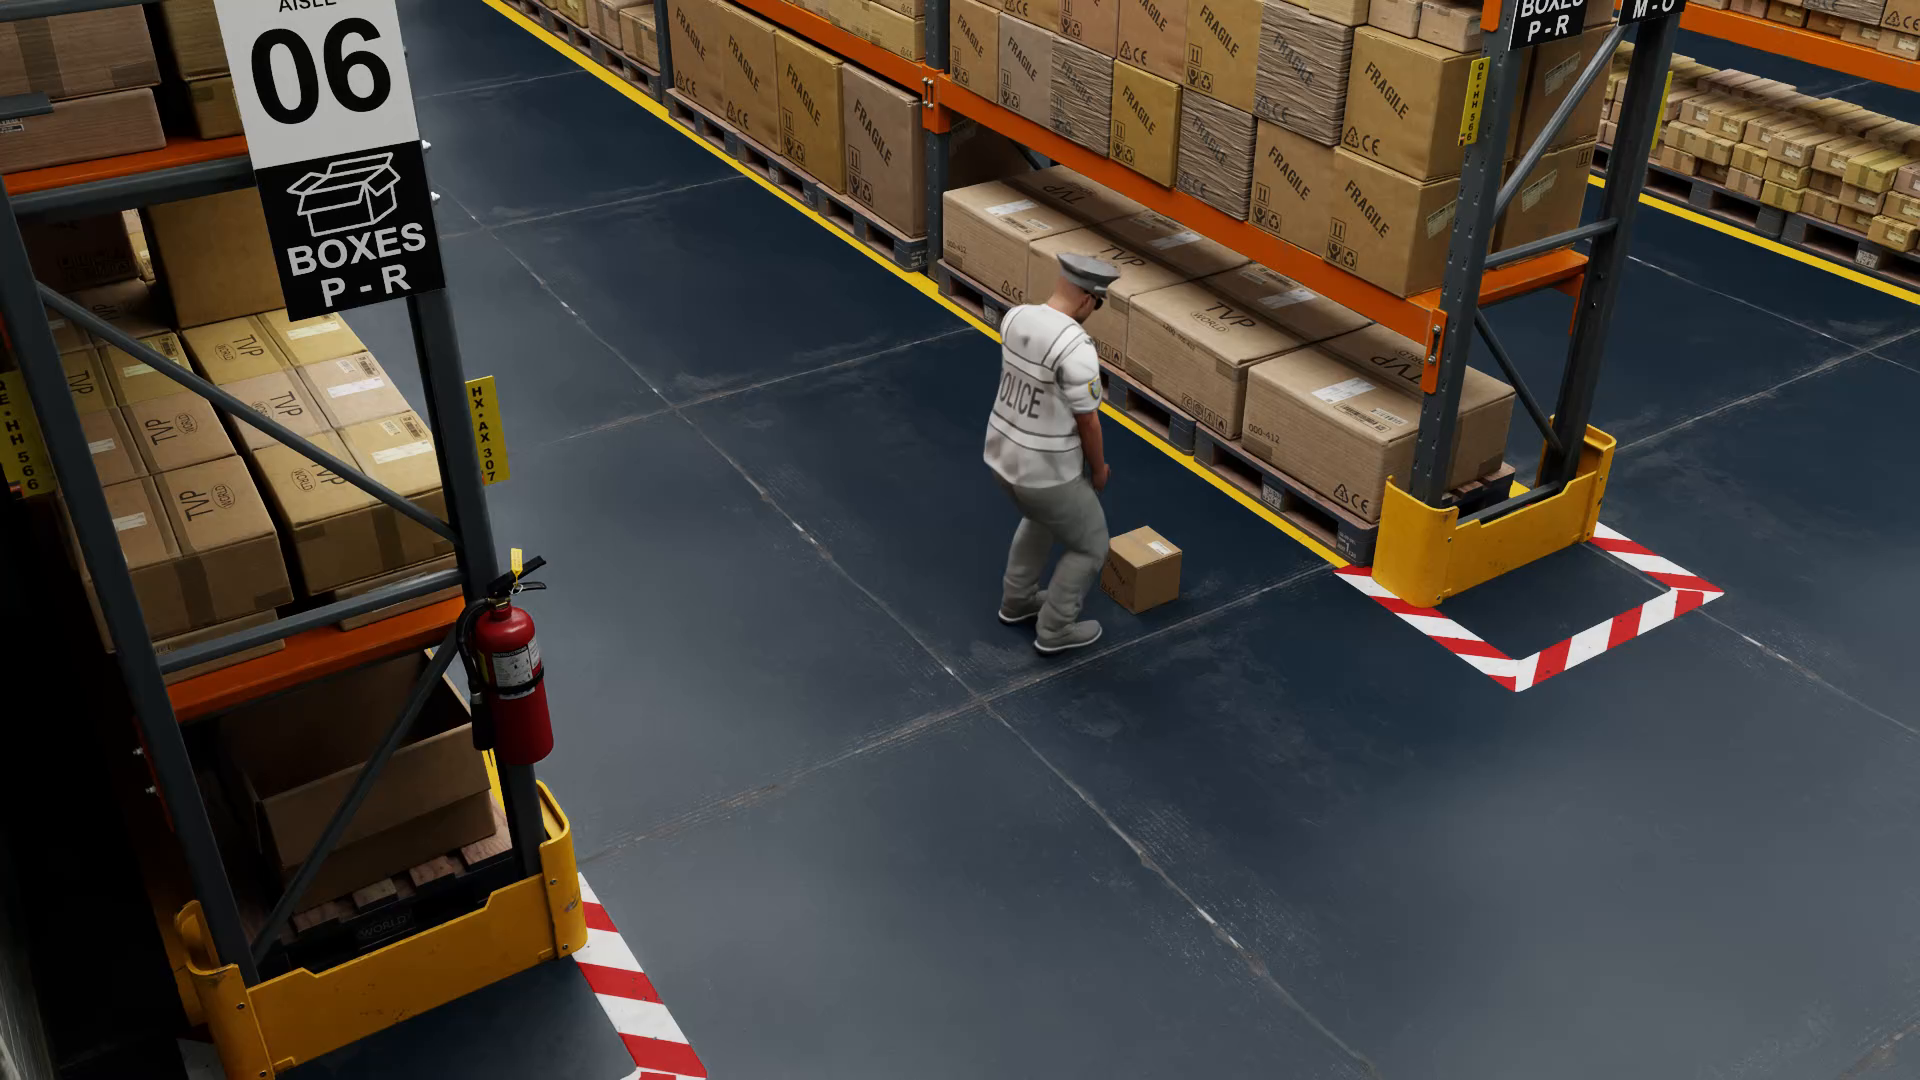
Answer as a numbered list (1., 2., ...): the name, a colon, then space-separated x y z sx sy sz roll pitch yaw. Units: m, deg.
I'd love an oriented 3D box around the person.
1. person: 0.367 -0.342 6.752 0.539 1.679 0.564 -18 37 -26
